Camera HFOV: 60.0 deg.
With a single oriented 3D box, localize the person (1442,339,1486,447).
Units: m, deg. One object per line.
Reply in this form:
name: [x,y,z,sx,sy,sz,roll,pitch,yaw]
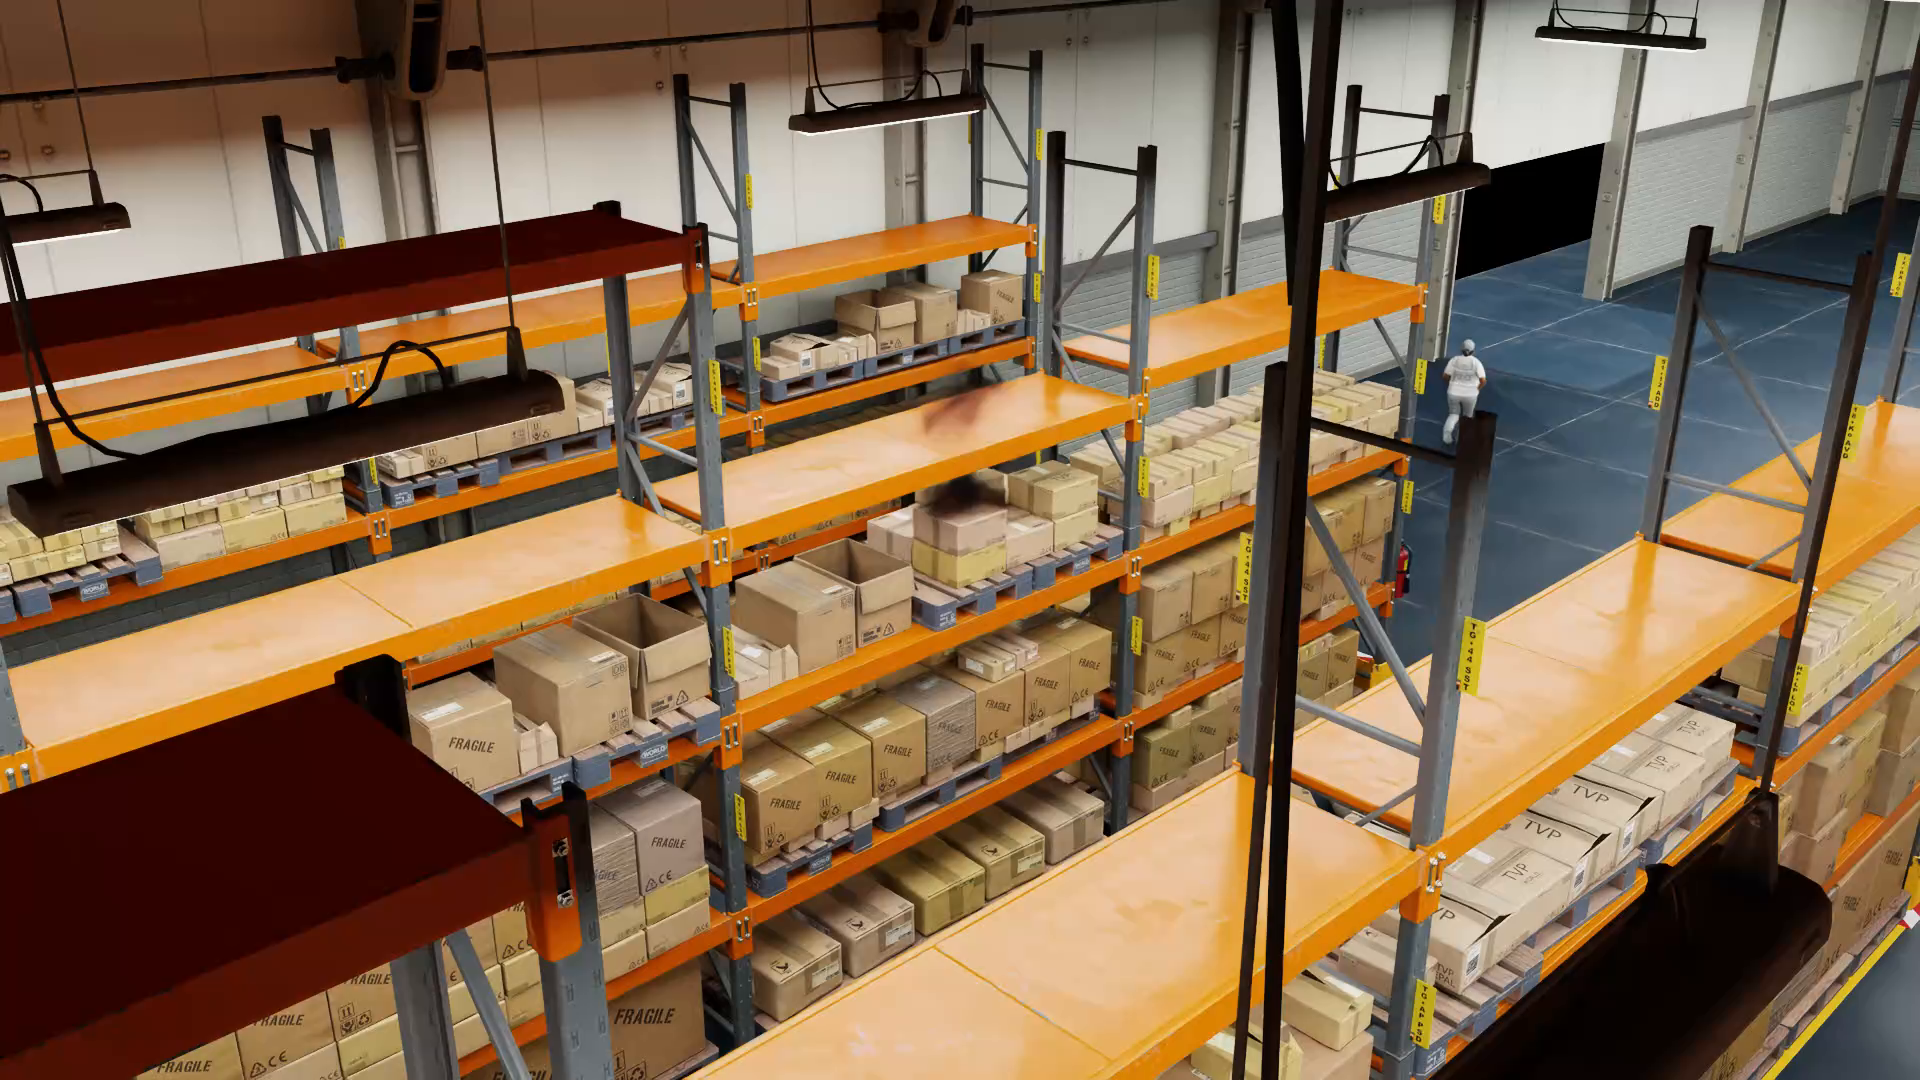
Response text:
person: [7.170,-2.054,23.736,0.608,1.641,0.670,11,25,24]
